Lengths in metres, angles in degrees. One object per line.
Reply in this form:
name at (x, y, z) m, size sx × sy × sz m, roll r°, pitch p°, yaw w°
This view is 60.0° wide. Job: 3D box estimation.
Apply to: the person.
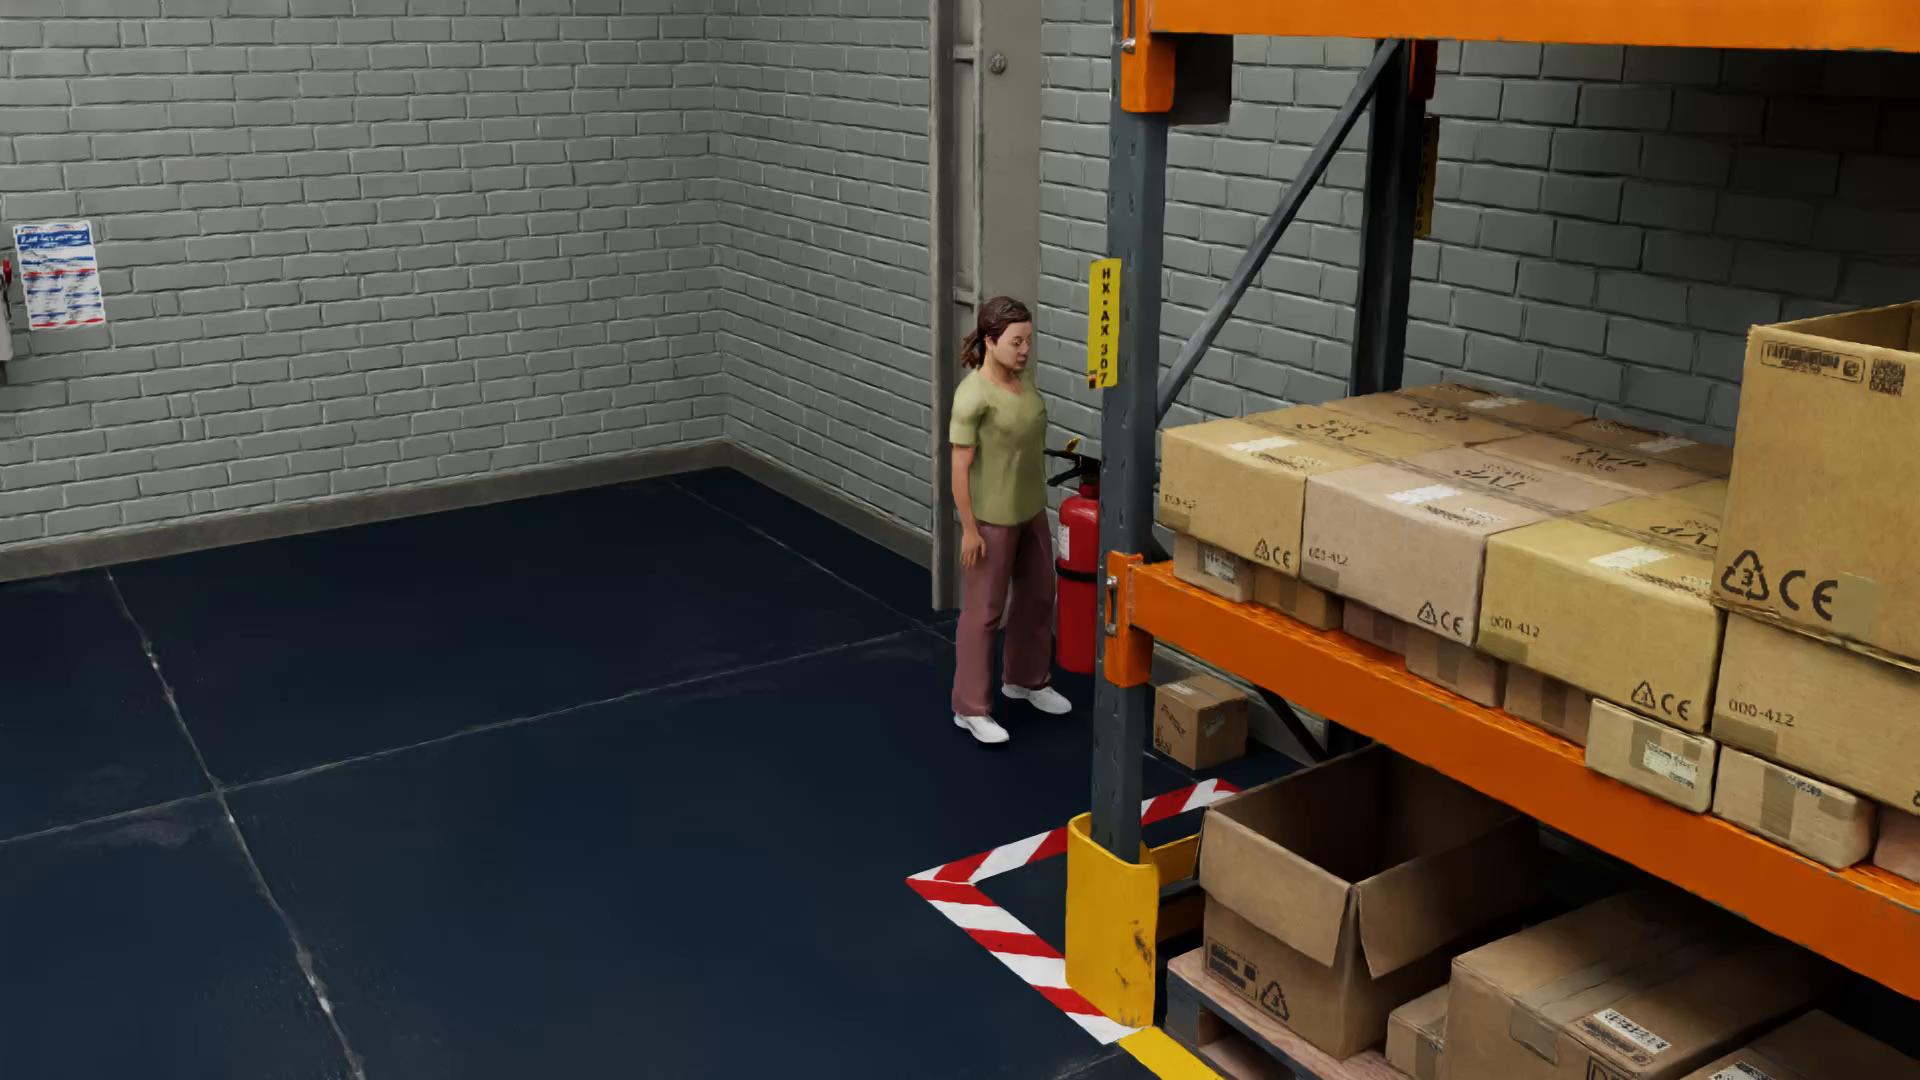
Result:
person at (0.175, -0.087, 6.232) m, size 0.346 × 1.682 × 0.552 m, roll 12°, pitch 22°, yaw 32°
